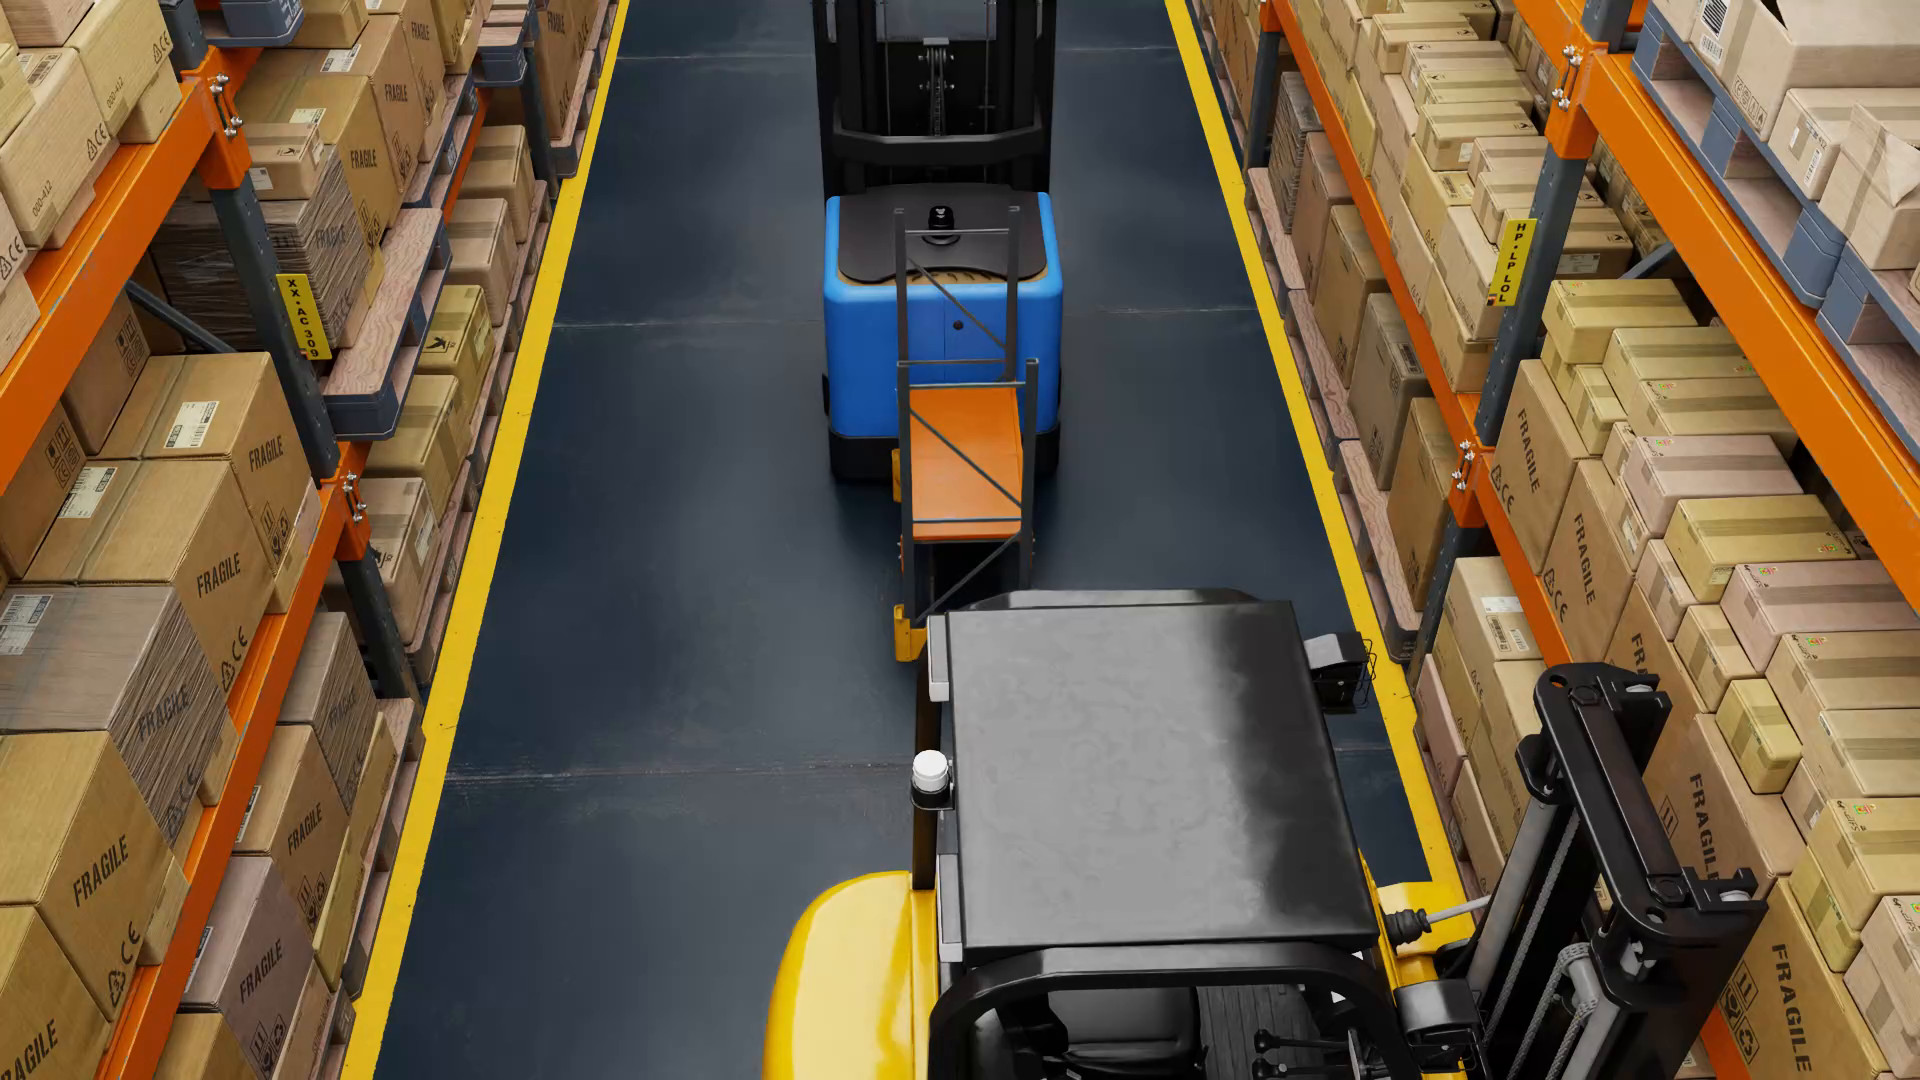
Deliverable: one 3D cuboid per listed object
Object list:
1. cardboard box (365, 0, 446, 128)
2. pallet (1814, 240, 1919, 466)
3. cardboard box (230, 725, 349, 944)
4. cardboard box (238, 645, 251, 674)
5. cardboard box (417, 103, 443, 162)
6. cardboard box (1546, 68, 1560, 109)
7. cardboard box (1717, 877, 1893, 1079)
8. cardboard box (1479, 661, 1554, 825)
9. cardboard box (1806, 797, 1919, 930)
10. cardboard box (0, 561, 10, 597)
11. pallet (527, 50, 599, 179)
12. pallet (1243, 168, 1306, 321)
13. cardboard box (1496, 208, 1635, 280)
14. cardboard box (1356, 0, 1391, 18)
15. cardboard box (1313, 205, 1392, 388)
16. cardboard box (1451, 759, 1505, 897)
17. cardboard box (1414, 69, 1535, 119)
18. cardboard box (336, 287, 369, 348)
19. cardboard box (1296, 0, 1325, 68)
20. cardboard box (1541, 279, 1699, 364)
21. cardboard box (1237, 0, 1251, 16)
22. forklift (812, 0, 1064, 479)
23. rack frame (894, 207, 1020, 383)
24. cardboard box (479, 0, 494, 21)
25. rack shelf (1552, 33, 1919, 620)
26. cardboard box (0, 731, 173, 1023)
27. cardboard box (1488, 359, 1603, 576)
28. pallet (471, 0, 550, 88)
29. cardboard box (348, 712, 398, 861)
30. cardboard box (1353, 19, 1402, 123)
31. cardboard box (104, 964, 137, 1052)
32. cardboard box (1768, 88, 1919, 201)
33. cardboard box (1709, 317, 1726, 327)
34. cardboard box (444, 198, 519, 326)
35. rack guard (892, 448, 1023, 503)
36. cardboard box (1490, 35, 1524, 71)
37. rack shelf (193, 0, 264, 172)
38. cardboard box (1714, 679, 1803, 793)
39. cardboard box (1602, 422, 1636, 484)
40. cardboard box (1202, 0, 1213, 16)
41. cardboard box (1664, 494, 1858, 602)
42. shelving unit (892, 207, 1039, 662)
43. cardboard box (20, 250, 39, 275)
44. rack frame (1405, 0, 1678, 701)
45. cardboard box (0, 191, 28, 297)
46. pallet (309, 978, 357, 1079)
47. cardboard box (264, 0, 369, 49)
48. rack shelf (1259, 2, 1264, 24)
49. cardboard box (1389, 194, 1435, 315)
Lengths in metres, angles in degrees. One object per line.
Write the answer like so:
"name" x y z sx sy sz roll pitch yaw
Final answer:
"cardboard box" -2.435 -2.015 6.774 0.500 0.500 0.500 -3 43 -4
"pallet" 2.430 -0.192 3.235 1.003 0.211 1.213 -2 43 -2
"cardboard box" -2.323 0.947 5.316 0.500 0.500 0.500 -1 43 -1
"cardboard box" -2.371 0.277 5.064 0.380 0.149 0.250 -1 43 -2
"cardboard box" -2.375 -1.696 6.905 0.380 0.149 0.250 0 43 0
"cardboard box" 2.533 -1.727 6.510 0.380 0.149 0.250 -2 43 -2
"cardboard box" 2.171 1.127 3.876 0.500 0.500 0.500 -2 43 -3
"cardboard box" 2.038 0.656 5.448 0.500 0.250 0.500 -2 43 -2
"cardboard box" 2.109 0.705 3.637 0.380 0.149 0.250 -1 43 -1
"cardboard box" -2.844 0.103 4.033 0.700 0.500 0.500 -3 43 -3
"pallet" -2.768 -2.577 10.055 1.003 0.211 1.213 -2 43 -2
"pallet" 2.145 -1.631 9.023 1.003 0.211 1.213 -2 43 -2
"cardboard box" 2.083 -1.016 5.734 0.380 0.149 0.250 0 43 0
"cardboard box" 1.934 -2.397 7.241 0.380 0.149 0.250 -1 43 -1
"cardboard box" 2.227 -1.178 7.912 0.875 0.625 0.625 -3 43 -4
"cardboard box" 2.046 1.022 5.789 0.500 0.250 0.500 -3 43 -3
"cardboard box" 2.004 -1.708 6.490 0.380 0.149 0.250 -3 43 -3
"cardboard box" -2.348 -0.815 5.944 0.380 0.149 0.250 -1 43 -1
"cardboard box" 1.940 -2.514 8.034 0.500 0.250 0.500 -2 43 -3
"cardboard box" 2.036 -0.677 5.145 0.380 0.149 0.250 -1 43 -1
"cardboard box" 1.833 -3.198 9.728 0.380 0.149 0.250 -4 43 -4
"forklift" -0.123 -2.338 7.781 1.130 2.935 3.031 -1 43 -2
"rack frame" -0.012 -0.760 7.119 0.500 1.500 0.032 -1 43 -2
"cardboard box" -2.422 -2.571 7.860 0.380 0.149 0.250 -2 43 -2
"rack shelf" 2.404 -0.006 3.499 1.077 0.370 4.000 -2 43 -2
"cardboard box" -2.291 0.819 3.992 0.500 0.500 0.500 -2 43 -3
"cardboard box" 2.077 -0.245 5.373 0.500 0.500 0.500 -3 43 -3
"pallet" -2.673 -2.522 8.073 1.213 0.211 1.003 -2 43 -2
"cardboard box" -2.346 0.880 5.944 0.500 0.250 0.500 0 43 0
"cardboard box" 1.995 -2.002 7.105 0.500 0.250 0.500 -1 43 -1
"cardboard box" -2.295 1.134 4.129 0.380 0.149 0.250 -3 43 -3
"cardboard box" 2.067 -0.890 3.732 0.380 0.149 0.250 0 43 -1
"cardboard box" 2.589 -0.582 5.260 0.380 0.149 0.250 -2 43 -2
"cardboard box" -2.756 -1.377 8.316 0.950 0.372 0.625 -2 43 -3
"rack guard" -0.012 -0.298 7.540 0.587 0.250 0.087 -1 43 -2
"cardboard box" 2.502 -2.026 7.131 0.500 0.250 0.500 -2 43 -3
"rack shelf" -2.725 -2.561 6.287 1.077 0.370 4.000 -2 43 -2
"cardboard box" 2.116 0.476 4.107 0.380 0.149 0.250 -2 43 -3
"cardboard box" 2.121 -0.219 4.864 0.380 0.149 0.250 -2 43 -2
"cardboard box" 1.840 -3.770 10.832 0.500 0.500 0.500 -3 43 -3
"cardboard box" 2.104 0.020 4.384 0.380 0.149 0.250 -2 43 -2
"shelving unit" 0.007 -0.423 6.751 0.587 1.500 1.083 -1 43 -2
"cardboard box" -2.400 -0.662 3.868 0.380 0.149 0.250 -3 43 -3
"rack frame" 2.319 -0.515 5.742 1.000 3.000 0.127 -2 43 -2
"cardboard box" -2.322 -0.555 3.456 0.500 0.250 0.500 -2 43 -2
"pallet" -2.521 1.935 5.132 1.003 0.211 1.213 -2 43 -2
"cardboard box" -2.455 -1.969 6.243 0.380 0.149 0.250 1 43 1
"rack shelf" 2.064 -4.301 10.404 1.077 0.370 4.000 -2 43 -2
"cardboard box" 2.010 -1.132 6.526 0.500 0.250 0.500 -2 43 -2
